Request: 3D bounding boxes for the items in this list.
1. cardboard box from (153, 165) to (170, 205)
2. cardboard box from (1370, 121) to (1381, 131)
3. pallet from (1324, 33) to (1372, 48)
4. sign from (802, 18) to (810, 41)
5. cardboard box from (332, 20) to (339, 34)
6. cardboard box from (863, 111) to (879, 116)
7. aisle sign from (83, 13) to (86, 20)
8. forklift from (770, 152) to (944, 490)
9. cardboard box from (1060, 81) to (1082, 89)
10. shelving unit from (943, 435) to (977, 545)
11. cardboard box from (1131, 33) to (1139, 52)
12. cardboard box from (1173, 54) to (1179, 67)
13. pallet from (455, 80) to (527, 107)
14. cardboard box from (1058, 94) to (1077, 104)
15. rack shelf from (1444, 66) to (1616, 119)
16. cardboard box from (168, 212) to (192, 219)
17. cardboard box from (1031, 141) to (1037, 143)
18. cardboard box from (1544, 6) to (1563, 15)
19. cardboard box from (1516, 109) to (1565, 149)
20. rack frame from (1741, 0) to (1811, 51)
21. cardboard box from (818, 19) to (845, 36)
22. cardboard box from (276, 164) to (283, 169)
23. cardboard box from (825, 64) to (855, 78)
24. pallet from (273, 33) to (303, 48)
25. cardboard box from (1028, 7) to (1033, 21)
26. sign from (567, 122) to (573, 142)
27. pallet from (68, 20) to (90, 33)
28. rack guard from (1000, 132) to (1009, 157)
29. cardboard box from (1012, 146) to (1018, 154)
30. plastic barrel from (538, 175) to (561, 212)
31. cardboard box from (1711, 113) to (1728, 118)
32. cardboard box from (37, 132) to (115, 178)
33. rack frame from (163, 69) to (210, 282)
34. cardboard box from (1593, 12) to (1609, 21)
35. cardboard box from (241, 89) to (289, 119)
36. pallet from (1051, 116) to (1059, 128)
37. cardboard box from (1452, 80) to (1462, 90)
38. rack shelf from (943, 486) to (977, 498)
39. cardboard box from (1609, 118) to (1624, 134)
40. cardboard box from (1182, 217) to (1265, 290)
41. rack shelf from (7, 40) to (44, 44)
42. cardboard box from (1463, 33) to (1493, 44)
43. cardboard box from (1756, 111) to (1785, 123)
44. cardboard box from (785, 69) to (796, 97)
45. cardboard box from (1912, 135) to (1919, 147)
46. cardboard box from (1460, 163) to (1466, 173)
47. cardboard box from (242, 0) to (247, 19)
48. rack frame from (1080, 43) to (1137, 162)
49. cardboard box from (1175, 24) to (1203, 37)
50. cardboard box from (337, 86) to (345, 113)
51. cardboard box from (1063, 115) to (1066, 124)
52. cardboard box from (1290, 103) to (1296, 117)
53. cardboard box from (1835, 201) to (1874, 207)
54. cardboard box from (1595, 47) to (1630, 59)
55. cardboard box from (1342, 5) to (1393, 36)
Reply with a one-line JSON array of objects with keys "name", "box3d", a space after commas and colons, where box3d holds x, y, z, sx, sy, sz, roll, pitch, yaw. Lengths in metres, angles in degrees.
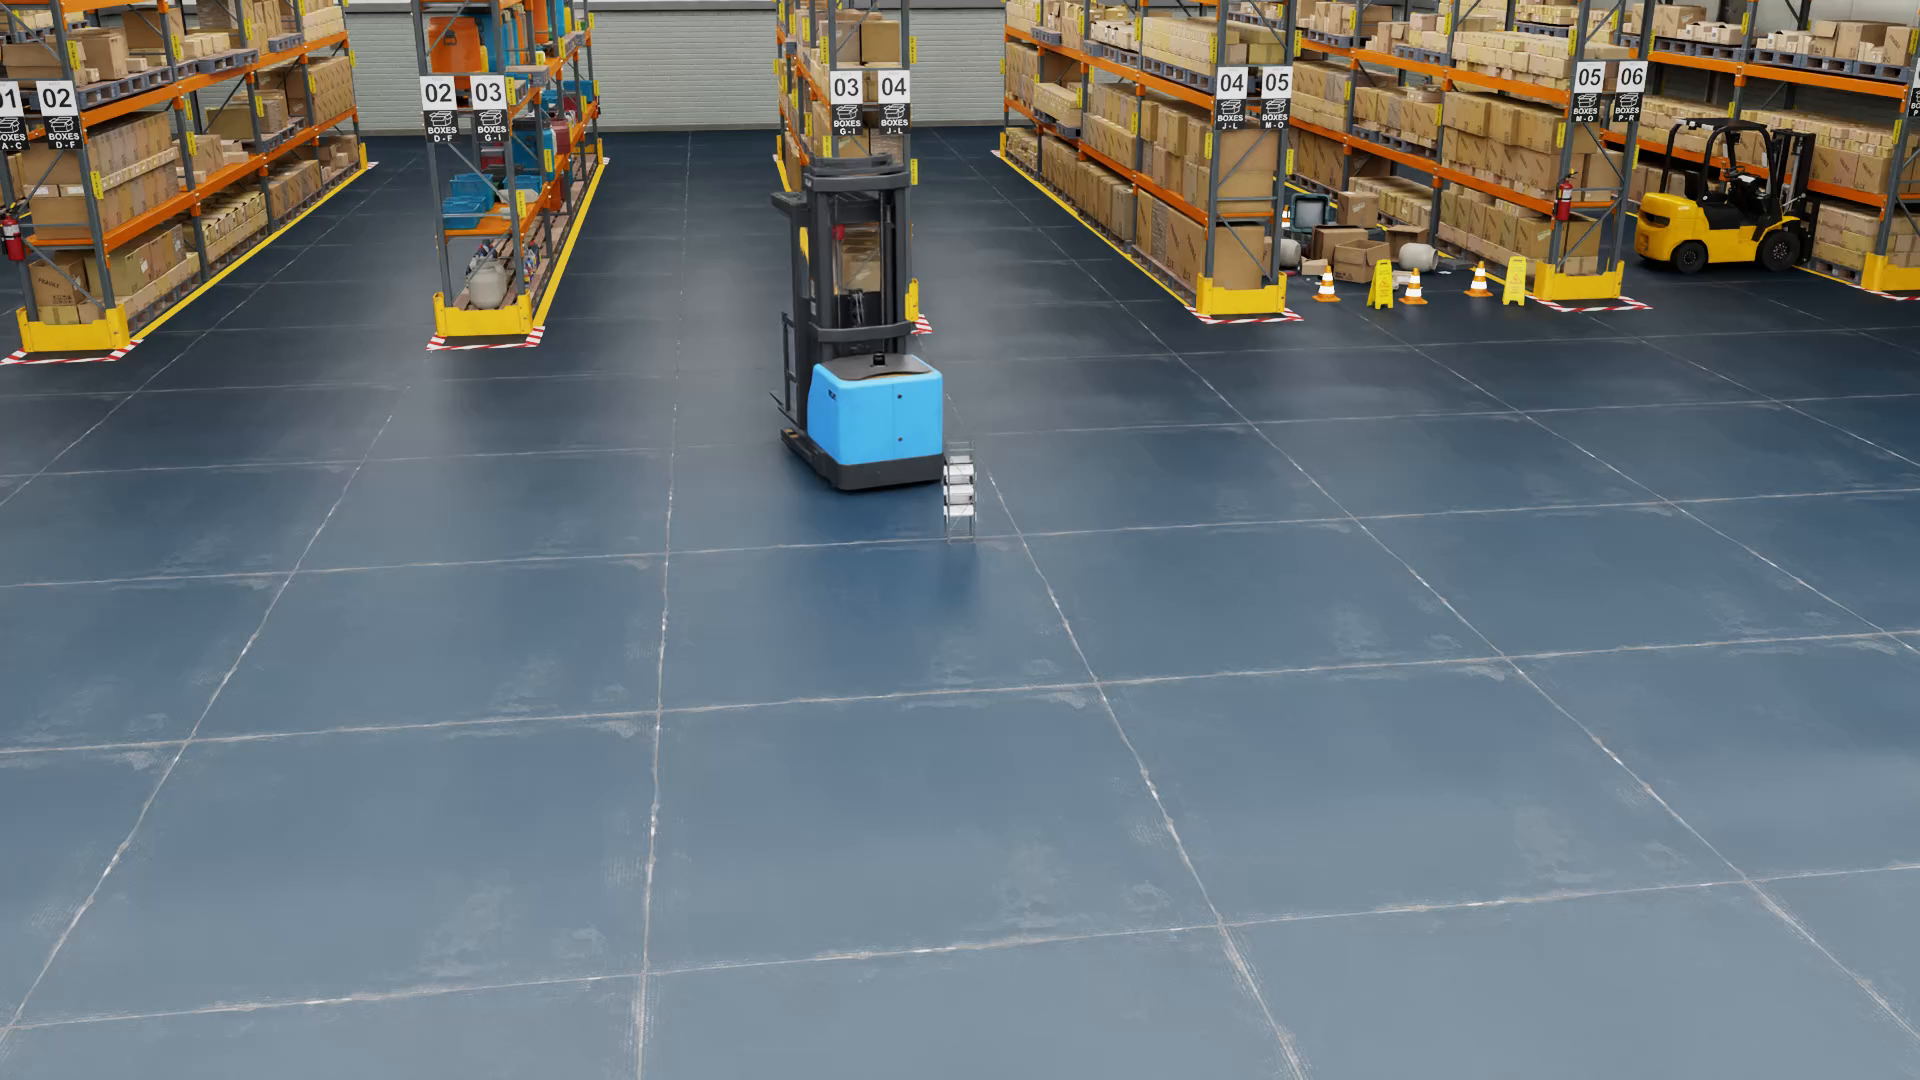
[{"name": "cardboard box", "box3d": [-11.362, -4.898, 22.901, 0.700, 0.500, 0.500, -3, 21, -8]}, {"name": "cardboard box", "box3d": [7.402, -7.234, 29.058, 0.380, 0.149, 0.250, -3, 21, -7]}, {"name": "pallet", "box3d": [7.374, -9.107, 30.296, 1.213, 0.211, 1.003, -2, 21, -5]}, {"name": "sign", "box3d": [-2.260, -7.488, 24.389, 0.100, 0.325, 0.005, -3, 21, -8]}, {"name": "cardboard box", "box3d": [-12.848, -10.339, 33.537, 0.500, 0.250, 0.500, -3, 21, -8]}, {"name": "cardboard box", "box3d": [-1.161, -5.679, 23.136, 0.500, 0.500, 0.500, -3, 21, -8]}, {"name": "aisle sign", "box3d": [-17.859, -10.349, 33.921, 0.394, 0.787, 0.004, -3, 21, -8]}, {"name": "forklift", "box3d": [-1.162, -2.311, 16.215, 1.130, 2.935, 3.031, -8, 22, -20]}, {"name": "cardboard box", "box3d": [2.237, -9.041, 33.567, 0.500, 0.500, 0.500, -3, 21, -9]}, {"name": "shelving unit", "box3d": [-0.001, -0.424, 14.066, 0.258, 0.900, 0.210, -3, 21, -8]}, {"name": "cardboard box", "box3d": [2.952, -7.716, 25.771, 0.500, 0.250, 0.500, -3, 21, -7]}, {"name": "cardboard box", "box3d": [3.186, -6.673, 23.124, 0.380, 0.149, 0.250, -3, 21, -7]}, {"name": "pallet", "box3d": [-6.058, -5.659, 21.063, 1.003, 0.211, 1.213, -3, 21, -8]}, {"name": "cardboard box", "box3d": [1.997, -8.060, 30.417, 0.380, 0.149, 0.250, -2, 21, -6]}, {"name": "rack shelf", "box3d": [8.384, -6.561, 24.237, 1.077, 0.370, 4.000, -3, 21, -8]}, {"name": "cardboard box", "box3d": [-12.007, -4.837, 25.408, 0.500, 0.311, 0.500, -3, 21, -8]}, {"name": "cardboard box", "box3d": [1.670, -8.187, 34.472, 0.380, 0.149, 0.250, -2, 21, -6]}, {"name": "cardboard box", "box3d": [11.724, -10.400, 32.677, 0.380, 0.149, 0.250, -3, 21, -7]}, {"name": "cardboard box", "box3d": [8.317, -5.796, 23.452, 0.700, 0.500, 0.500, -3, 21, -7]}, {"name": "rack frame", "box3d": [13.007, -9.247, 26.114, 1.000, 3.000, 0.127, -3, 21, -8]}, {"name": "cardboard box", "box3d": [-1.817, -7.830, 25.858, 0.797, 0.503, 0.637, -2, 21, -6]}, {"name": "cardboard box", "box3d": [-12.751, -6.628, 30.619, 0.500, 0.500, 0.500, -3, 21, -7]}, {"name": "cardboard box", "box3d": [-1.553, -6.088, 21.586, 0.380, 0.149, 0.250, -4, 21, -10]}, {"name": "pallet", "box3d": [-12.643, -9.045, 30.127, 1.213, 0.211, 1.003, -3, 21, -8]}, {"name": "cardboard box", "box3d": [1.677, -10.567, 33.435, 0.500, 0.250, 0.500, -4, 21, -10]}, {"name": "sign", "box3d": [-6.645, -6.927, 28.243, 0.100, 0.325, 0.005, -3, 21, -8]}, {"name": "pallet", "box3d": [-18.028, -10.198, 33.073, 1.003, 0.211, 1.213, -3, 21, -8]}, {"name": "rack guard", "box3d": [1.493, -8.858, 37.219, 1.175, 0.500, 0.348, -3, 21, -8]}, {"name": "cardboard box", "box3d": [1.330, -8.453, 36.036, 0.380, 0.149, 0.250, -3, 21, -7]}, {"name": "plastic barrel", "box3d": [-7.276, -6.169, 28.948, 0.600, 0.830, 0.708, -3, 21, -8]}, {"name": "cardboard box", "box3d": [12.683, -6.983, 27.556, 0.380, 0.149, 0.250, -3, 21, -9]}, {"name": "cardboard box", "box3d": [-11.081, -4.819, 20.835, 0.700, 0.500, 0.500, -3, 21, -9]}, {"name": "rack frame", "box3d": [-11.514, -5.187, 23.817, 1.000, 3.000, 0.127, -3, 21, -8]}, {"name": "cardboard box", "box3d": [12.066, -9.773, 31.028, 0.380, 0.149, 0.250, -4, 21, -10]}, {"name": "cardboard box", "box3d": [-12.821, -8.025, 30.673, 0.700, 0.500, 0.500, -10, 23, -26]}, {"name": "pallet", "box3d": [2.309, -7.879, 31.299, 1.003, 0.211, 1.213, -3, 21, -8]}, {"name": "cardboard box", "box3d": [11.225, -10.140, 36.868, 0.500, 0.250, 0.500, -3, 21, -9]}, {"name": "rack shelf", "box3d": [-0.001, -0.393, 14.078, 0.258, 0.077, 0.200, -3, 21, -8]}, {"name": "cardboard box", "box3d": [12.252, -7.586, 30.453, 0.500, 0.250, 0.500, -3, 21, -8]}, {"name": "cardboard box", "box3d": [3.625, -3.949, 22.938, 0.875, 0.875, 0.875, -3, 21, -7]}, {"name": "rack shelf", "box3d": [-17.857, -9.467, 32.016, 1.077, 0.370, 4.000, -3, 21, -8]}, {"name": "cardboard box", "box3d": [7.884, -7.632, 25.296, 0.380, 0.149, 0.250, -2, 21, -6]}, {"name": "cardboard box", "box3d": [12.904, -6.717, 26.417, 0.380, 0.149, 0.250, -3, 21, -7]}, {"name": "cardboard box", "box3d": [-3.195, -9.021, 32.801, 0.500, 0.500, 0.500, -2, 21, -6]}, {"name": "cardboard box", "box3d": [13.746, -5.669, 23.613, 0.380, 0.149, 0.250, -3, 21, -9]}, {"name": "cardboard box", "box3d": [7.980, -5.767, 25.729, 0.380, 0.149, 0.250, -3, 21, -8]}, {"name": "cardboard box", "box3d": [-12.221, -8.820, 27.686, 0.500, 0.500, 0.500, -3, 21, -8]}, {"name": "rack frame", "box3d": [2.635, -7.286, 29.436, 1.000, 3.000, 0.127, -3, 21, -8]}, {"name": "cardboard box", "box3d": [3.184, -7.048, 22.989, 0.380, 0.149, 0.250, -3, 21, -7]}, {"name": "cardboard box", "box3d": [-12.766, -8.895, 33.602, 0.500, 0.500, 0.500, -3, 21, -7]}, {"name": "cardboard box", "box3d": [2.075, -7.598, 30.032, 0.380, 0.149, 0.250, -3, 21, -8]}, {"name": "cardboard box", "box3d": [6.821, -8.540, 33.009, 0.500, 0.250, 0.500, -3, 21, -9]}, {"name": "cardboard box", "box3d": [13.564, -4.952, 25.087, 0.500, 0.250, 0.500, -3, 21, -8]}, {"name": "cardboard box", "box3d": [8.823, -6.595, 22.518, 0.380, 0.149, 0.250, -3, 21, -8]}, {"name": "cardboard box", "box3d": [7.315, -9.343, 29.911, 0.797, 0.503, 0.637, -4, 21, -11]}]
